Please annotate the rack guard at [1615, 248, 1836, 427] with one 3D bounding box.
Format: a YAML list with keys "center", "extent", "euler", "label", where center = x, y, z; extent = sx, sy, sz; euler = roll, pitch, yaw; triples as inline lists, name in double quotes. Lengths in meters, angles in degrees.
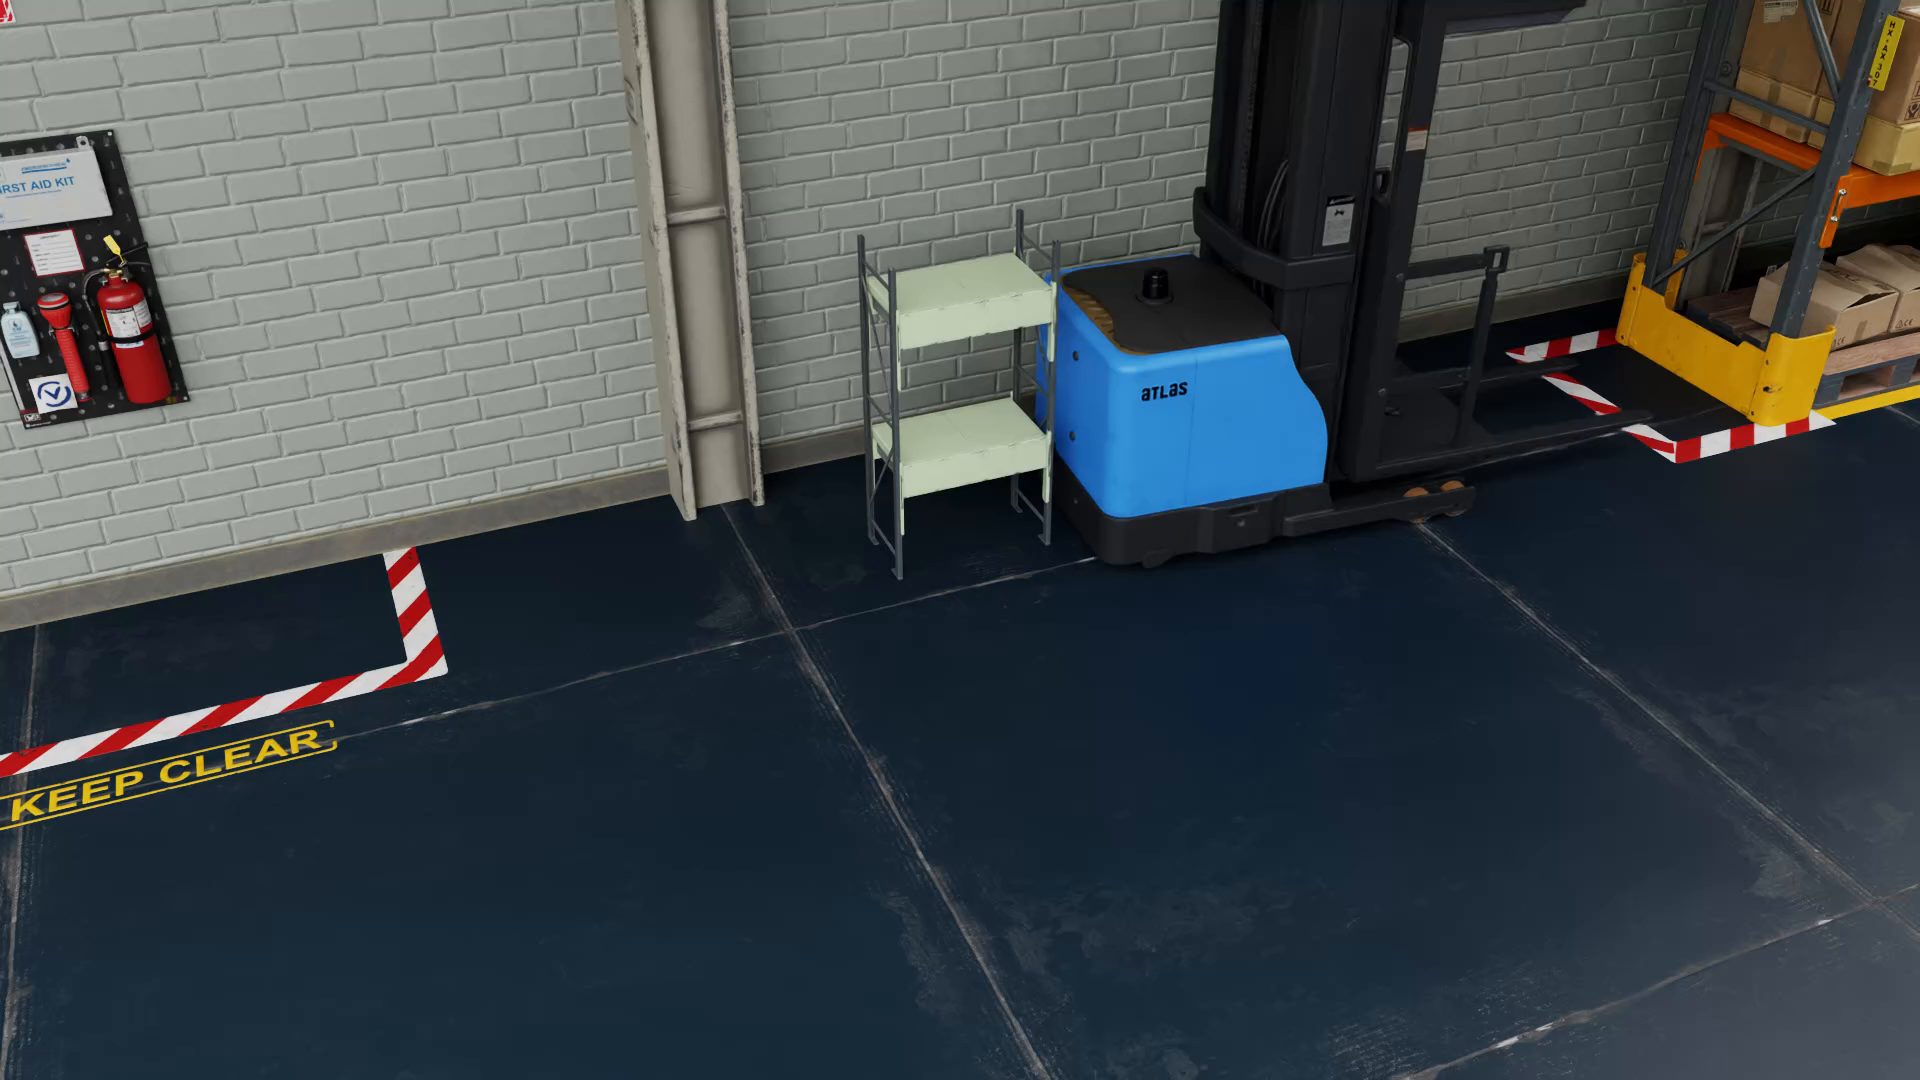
- center: [4.113, -1.118, 9.010]
  extent: [0.348, 0.500, 1.175]
  euler: [-13, 35, -19]
  label: "rack guard"

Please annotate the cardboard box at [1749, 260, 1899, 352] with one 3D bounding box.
- center: [4.716, -1.308, 9.072]
  extent: [0.500, 0.311, 0.500]
  euler: [-17, 37, -24]
  label: "cardboard box"

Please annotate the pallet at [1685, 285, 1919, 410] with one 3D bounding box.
- center: [4.876, -1.151, 9.325]
  extent: [1.213, 0.211, 1.003]
  euler: [-13, 35, -19]
  label: "pallet"

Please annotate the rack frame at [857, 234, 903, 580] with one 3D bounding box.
- center: [-0.344, -0.550, 7.220]
  extent: [0.023, 1.500, 0.400]
  euler: [-13, 35, -19]
  label: "rack frame"

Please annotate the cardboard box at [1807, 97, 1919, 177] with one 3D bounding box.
- center: [4.616, -2.039, 8.252]
  extent: [0.500, 0.250, 0.500]
  euler: [-14, 36, -20]
  label: "cardboard box"

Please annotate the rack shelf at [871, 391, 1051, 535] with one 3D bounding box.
- center: [-0.006, -0.354, 7.517]
  extent: [0.720, 0.370, 0.431]
  euler: [-13, 35, -19]
  label: "rack shelf"

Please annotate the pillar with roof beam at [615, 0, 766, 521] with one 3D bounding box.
- center: [0.488, -1.816, 2.289]
  extent: [0.400, 9.000, 9.100]
  euler: [-13, 35, -19]
  label: "pillar with roof beam"

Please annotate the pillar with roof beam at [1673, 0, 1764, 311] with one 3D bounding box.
- center: [6.020, -3.082, 4.236]
  extent: [0.400, 9.000, 9.100]
  euler: [-13, 35, -19]
  label: "pillar with roof beam"

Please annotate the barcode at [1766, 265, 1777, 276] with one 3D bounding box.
- center: [4.578, -1.517, 9.385]
  extent: [0.075, 0.075, 0.001]
  euler: [-13, 35, -19]
  label: "barcode"

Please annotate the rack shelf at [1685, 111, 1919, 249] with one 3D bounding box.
- center: [5.887, -2.271, 9.149]
  extent: [4.000, 0.370, 1.077]
  euler: [-13, 35, -19]
  label: "rack shelf"

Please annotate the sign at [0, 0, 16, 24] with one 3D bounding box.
- center: [-3.518, -1.983, 5.922]
  extent: [0.199, 0.298, 0.001]
  euler: [-13, 35, -19]
  label: "sign"

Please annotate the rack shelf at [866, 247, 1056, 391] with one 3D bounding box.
- center: [-0.006, -0.954, 7.126]
  extent: [0.720, 0.370, 0.431]
  euler: [-13, 35, -19]
  label: "rack shelf"

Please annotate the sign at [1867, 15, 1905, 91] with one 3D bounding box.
- center: [4.253, -2.240, 7.648]
  extent: [0.005, 0.325, 0.100]
  euler: [-13, 35, -19]
  label: "sign"

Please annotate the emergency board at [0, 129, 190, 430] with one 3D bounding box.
- center: [-3.472, -0.963, 6.480]
  extent: [0.643, 1.169, 0.194]
  euler: [-13, 35, -19]
  label: "emergency board"

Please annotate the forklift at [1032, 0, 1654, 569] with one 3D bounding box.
- center: [1.923, -1.571, 7.477]
  extent: [3.031, 2.935, 1.130]
  euler: [-10, 34, -15]
  label: "forklift"

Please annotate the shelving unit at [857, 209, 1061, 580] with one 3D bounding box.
- center: [-0.006, -0.627, 7.339]
  extent: [0.755, 1.500, 0.431]
  euler: [-13, 35, -19]
  label: "shelving unit"

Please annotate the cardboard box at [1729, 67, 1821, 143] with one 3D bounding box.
- center: [4.399, -2.292, 8.641]
  extent: [0.500, 0.250, 0.500]
  euler: [-12, 35, -18]
  label: "cardboard box"

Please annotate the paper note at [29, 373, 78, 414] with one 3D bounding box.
- center: [-3.662, -0.591, 6.716]
  extent: [0.142, 0.148, 0.016]
  euler: [-13, 35, -19]
  label: "paper note"

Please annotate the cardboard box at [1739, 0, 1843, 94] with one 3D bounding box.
- center: [4.396, -2.616, 8.452]
  extent: [0.500, 0.500, 0.500]
  euler: [-13, 35, -19]
  label: "cardboard box"

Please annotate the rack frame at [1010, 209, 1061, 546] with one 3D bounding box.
- center: [0.331, -0.704, 7.458]
  extent: [0.023, 1.500, 0.400]
  euler: [-13, 35, -19]
  label: "rack frame"

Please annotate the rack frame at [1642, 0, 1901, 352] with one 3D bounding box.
- center: [4.043, -2.150, 8.304]
  extent: [0.127, 3.000, 1.000]
  euler: [-13, 35, -19]
  label: "rack frame"

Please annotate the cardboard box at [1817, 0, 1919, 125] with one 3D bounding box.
- center: [4.600, -2.359, 8.057]
  extent: [0.500, 0.500, 0.500]
  euler: [-13, 35, -19]
  label: "cardboard box"

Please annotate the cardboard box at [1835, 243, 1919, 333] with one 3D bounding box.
- center: [5.242, -1.429, 9.257]
  extent: [0.500, 0.311, 0.500]
  euler: [-10, 34, -15]
  label: "cardboard box"
